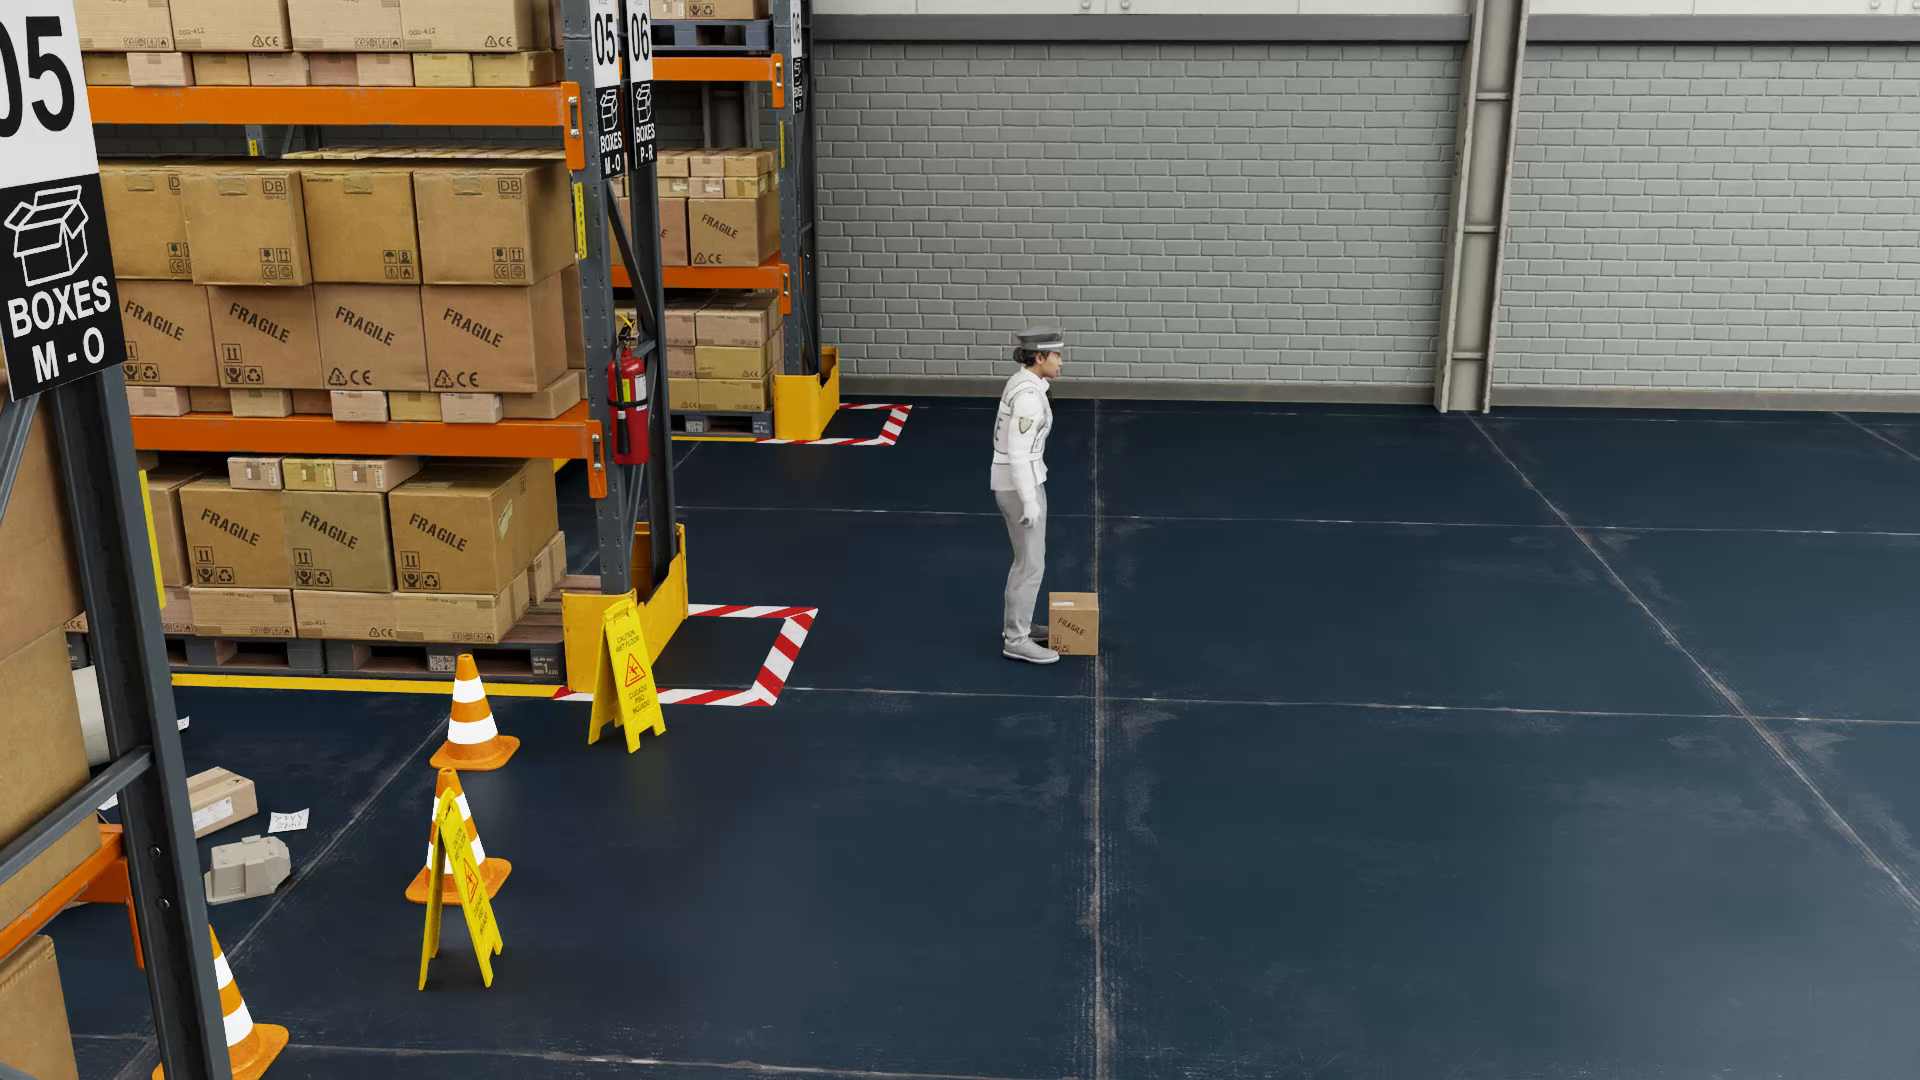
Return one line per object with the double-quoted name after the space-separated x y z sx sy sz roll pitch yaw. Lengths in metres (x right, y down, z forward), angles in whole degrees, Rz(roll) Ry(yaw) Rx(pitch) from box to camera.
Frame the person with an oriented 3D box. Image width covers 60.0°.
0.338 -0.245 8.317 0.376 1.663 0.527 1 18 4 "person"
